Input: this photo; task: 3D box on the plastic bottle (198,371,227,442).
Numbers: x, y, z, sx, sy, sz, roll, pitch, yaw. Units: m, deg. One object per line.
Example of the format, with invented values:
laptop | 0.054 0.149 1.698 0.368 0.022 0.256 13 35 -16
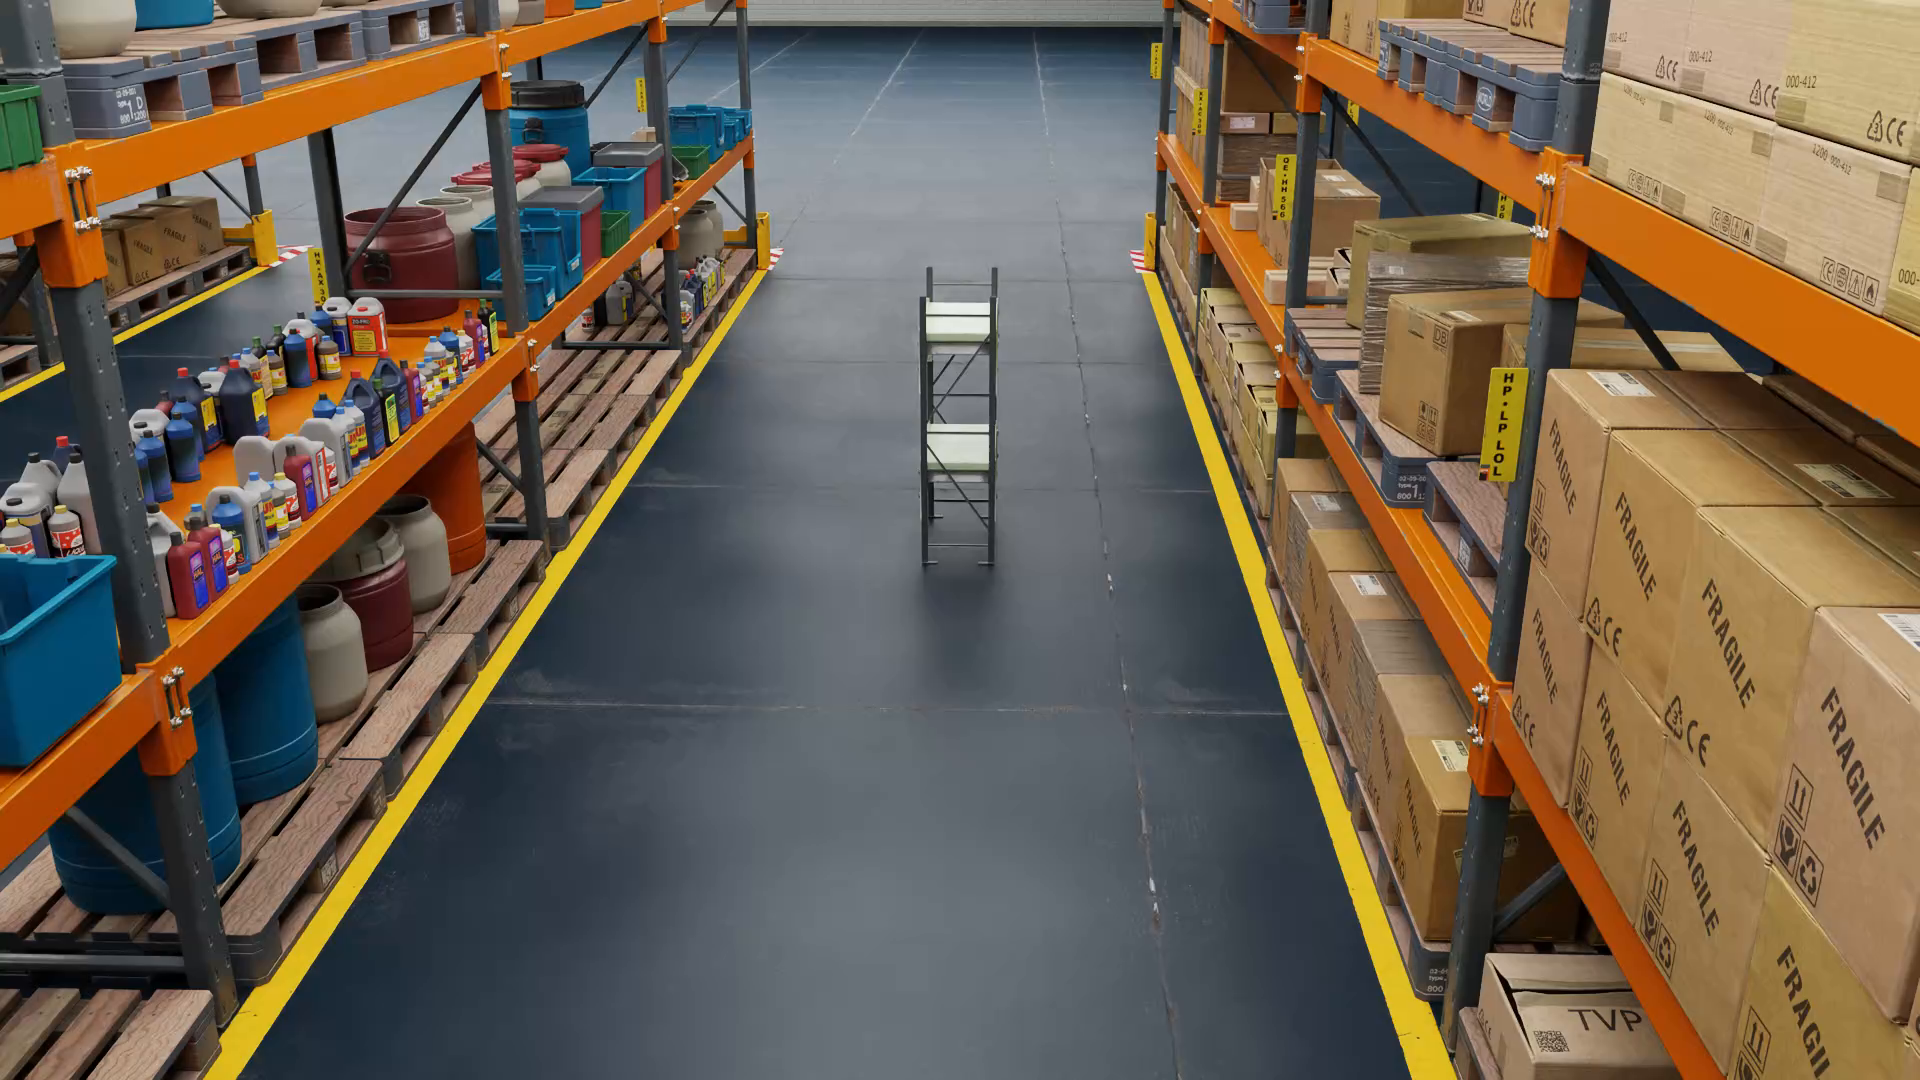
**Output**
plastic bottle | -3.150 -0.562 7.003 0.152 0.276 0.135 1 21 2

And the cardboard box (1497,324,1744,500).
cardboard box | 2.253 -0.433 5.779 0.700 0.500 0.500 4 22 10

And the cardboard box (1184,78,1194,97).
cardboard box | 2.165 -3.947 14.521 0.380 0.149 0.250 0 21 0

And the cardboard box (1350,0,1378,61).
cardboard box | 2.184 -2.321 7.080 0.910 0.500 0.500 1 21 2

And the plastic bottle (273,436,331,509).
plastic bottle | -2.470 -0.268 6.245 0.152 0.276 0.135 1 21 2

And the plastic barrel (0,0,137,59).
plastic barrel | -2.627 -1.673 4.780 0.433 0.535 0.433 0 21 0

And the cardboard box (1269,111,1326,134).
cardboard box | 2.503 -3.109 12.360 0.380 0.149 0.250 1 21 2

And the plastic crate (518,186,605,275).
plastic crate | -2.417 -1.885 10.153 0.402 0.464 0.583 1 21 2

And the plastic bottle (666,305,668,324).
plastic bottle | -2.326 -1.888 13.395 0.061 0.283 0.133 1 21 2

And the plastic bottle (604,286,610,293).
plastic bottle | -2.913 -1.996 13.581 0.144 0.351 0.185 0 21 -1

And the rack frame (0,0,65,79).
rack frame | -2.893 -2.625 3.854 1.000 3.000 0.127 1 21 2

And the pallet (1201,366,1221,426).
pallet | 2.317 -1.098 12.067 1.003 0.211 1.213 1 21 2

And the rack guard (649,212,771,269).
rack guard | -2.484 -2.974 16.502 1.175 0.500 0.348 1 21 2

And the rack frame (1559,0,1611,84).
rack frame | 2.058 -2.569 3.711 1.000 3.000 0.127 1 21 2

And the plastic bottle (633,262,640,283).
plastic bottle | -2.898 -2.378 14.771 0.097 0.201 0.097 0 21 0

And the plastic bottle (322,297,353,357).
plastic bottle | -3.108 -1.064 8.295 0.152 0.276 0.135 1 21 2

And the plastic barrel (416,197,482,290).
plastic barrel | -2.954 -1.701 9.611 0.421 0.512 0.421 0 21 0

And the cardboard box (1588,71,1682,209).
cardboard box | 1.795 -0.928 3.834 0.500 0.250 0.500 1 21 2

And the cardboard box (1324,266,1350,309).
cardboard box | 2.234 -1.308 8.877 0.500 0.311 0.500 2 21 5

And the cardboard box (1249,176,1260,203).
cardboard box | 2.330 -2.417 11.818 0.500 0.250 0.500 2 21 5

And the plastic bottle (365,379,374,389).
plastic bottle | -2.463 -0.542 6.939 0.061 0.283 0.133 1 21 2

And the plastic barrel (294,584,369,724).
plastic barrel | -2.732 0.480 7.004 0.421 0.512 0.421 0 21 0

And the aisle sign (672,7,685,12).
aisle sign | -2.819 -5.408 15.727 0.394 0.787 0.004 1 21 2

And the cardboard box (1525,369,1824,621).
cardboard box | 1.762 -0.118 4.166 0.500 0.500 0.500 1 21 3

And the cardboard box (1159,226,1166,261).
cardboard box | 2.184 -2.834 15.906 0.500 0.250 0.500 1 21 2

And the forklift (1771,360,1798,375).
forklift | 4.440 -0.859 7.691 1.130 2.935 3.031 0 21 1

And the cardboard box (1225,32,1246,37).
cardboard box | 2.322 -3.660 12.882 0.700 0.500 0.500 1 21 1

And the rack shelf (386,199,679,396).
rack shelf | -2.711 -1.662 10.661 1.077 0.370 4.000 1 21 2

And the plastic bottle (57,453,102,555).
plastic bottle | -3.048 -0.140 5.810 0.144 0.351 0.185 1 21 2

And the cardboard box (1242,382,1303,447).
cardboard box | 1.958 -0.774 9.823 0.500 0.311 0.500 0 21 1

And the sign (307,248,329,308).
sign | -3.322 -1.354 8.647 0.100 0.325 0.005 1 21 2

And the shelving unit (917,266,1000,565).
shelving unit | 0.000 -0.702 9.264 0.431 1.500 0.755 1 21 2

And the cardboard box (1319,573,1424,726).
cardboard box | 1.838 0.462 7.038 0.500 0.500 0.500 0 21 0

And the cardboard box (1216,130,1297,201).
cardboard box | 2.308 -2.872 12.646 0.700 0.500 0.500 0 21 0

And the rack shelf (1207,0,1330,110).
rack shelf | 2.240 -3.005 9.974 1.077 0.370 4.000 1 21 2

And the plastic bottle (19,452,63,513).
plastic bottle | -3.193 -0.141 5.814 0.144 0.351 0.185 1 21 2

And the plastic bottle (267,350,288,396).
plastic bottle | -3.157 -0.772 7.646 0.097 0.201 0.097 0 21 0

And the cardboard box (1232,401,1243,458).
cardboard box | 1.982 -0.694 10.391 0.500 0.250 0.500 1 21 3

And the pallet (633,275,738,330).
pallet | -2.554 -2.105 14.663 1.003 0.211 1.213 1 21 2

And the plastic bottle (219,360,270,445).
plastic bottle | -3.003 -0.587 6.962 0.144 0.351 0.185 1 21 2

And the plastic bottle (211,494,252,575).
plastic bottle | -2.464 -0.022 5.616 0.097 0.271 0.097 0 21 0

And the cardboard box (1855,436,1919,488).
cardboard box | 2.288 0.086 3.641 0.500 0.500 0.500 0 21 1

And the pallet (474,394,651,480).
pallet | -2.670 -0.694 11.026 1.003 0.211 1.213 1 21 2

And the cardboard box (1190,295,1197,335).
cardboard box | 2.096 -1.749 13.110 0.500 0.250 0.500 1 21 2

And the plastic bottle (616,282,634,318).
plastic bottle | -2.764 -1.969 13.614 0.152 0.276 0.135 1 21 2

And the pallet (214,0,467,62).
pallet | -2.893 -2.309 7.449 1.003 0.211 1.213 1 21 2

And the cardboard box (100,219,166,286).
cardboard box | -7.537 -2.584 14.916 0.500 0.500 0.500 3 21 7

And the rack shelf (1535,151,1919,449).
rack shelf | 1.997 -0.112 2.520 1.077 0.370 4.000 1 21 2

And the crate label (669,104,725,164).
crate label | -2.314 -3.515 14.393 0.502 0.435 0.616 1 21 2

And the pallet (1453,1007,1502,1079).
pallet | 2.036 1.776 4.660 1.003 0.211 1.213 1 21 2

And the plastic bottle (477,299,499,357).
plastic bottle | -2.358 -1.069 8.299 0.061 0.283 0.133 1 21 2

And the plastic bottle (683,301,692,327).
plastic bottle | -2.196 -1.805 13.295 0.097 0.201 0.097 0 21 0

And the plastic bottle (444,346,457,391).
plastic bottle | -2.395 -0.800 7.720 0.097 0.201 0.097 0 21 0

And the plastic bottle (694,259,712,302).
plastic bottle | -2.192 -2.200 14.107 0.144 0.351 0.185 0 21 1

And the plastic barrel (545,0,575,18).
plastic barrel | -2.510 -3.404 9.415 0.600 0.830 0.708 1 21 2

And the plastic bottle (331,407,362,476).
plastic bottle | -2.432 -0.392 6.570 0.097 0.271 0.097 0 21 0
